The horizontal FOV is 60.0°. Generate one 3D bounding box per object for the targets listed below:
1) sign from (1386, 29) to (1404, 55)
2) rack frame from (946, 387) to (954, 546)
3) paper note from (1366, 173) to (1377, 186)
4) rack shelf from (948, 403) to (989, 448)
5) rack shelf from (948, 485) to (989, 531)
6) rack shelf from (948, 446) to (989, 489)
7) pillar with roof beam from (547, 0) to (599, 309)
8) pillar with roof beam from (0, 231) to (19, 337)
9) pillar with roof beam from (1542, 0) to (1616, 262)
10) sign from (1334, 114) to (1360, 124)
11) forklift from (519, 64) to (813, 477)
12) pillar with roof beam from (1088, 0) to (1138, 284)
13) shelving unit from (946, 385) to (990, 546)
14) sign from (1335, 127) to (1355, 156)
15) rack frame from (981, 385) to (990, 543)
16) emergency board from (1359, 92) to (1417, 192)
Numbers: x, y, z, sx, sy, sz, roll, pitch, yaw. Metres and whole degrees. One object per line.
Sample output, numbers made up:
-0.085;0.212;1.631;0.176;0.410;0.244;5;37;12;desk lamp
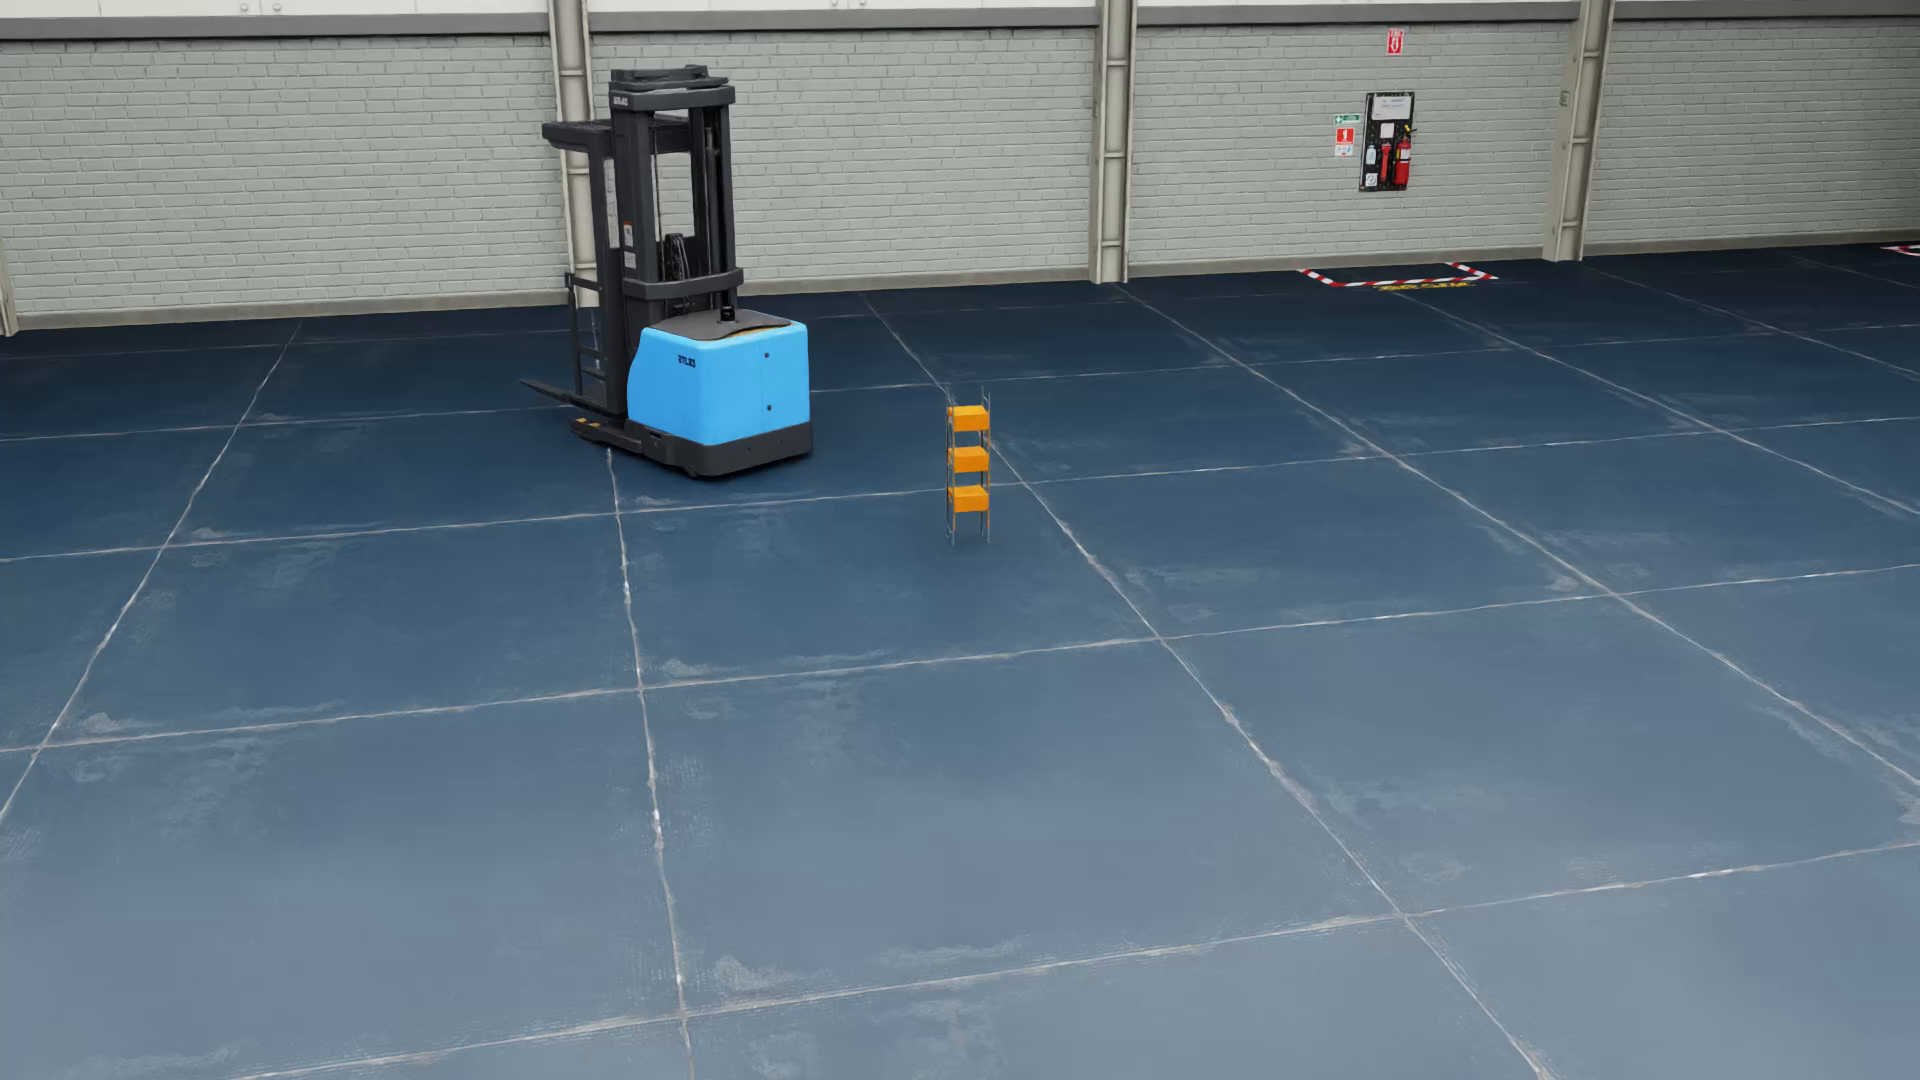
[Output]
5.145;-5.891;19.664;0.199;0.298;0.001;-5;21;-12;sign
-0.067;-0.488;11.119;0.008;1.050;0.200;-5;21;-12;rack frame
4.988;-4.365;20.150;0.142;0.148;0.016;-5;21;-12;paper note
0.052;-0.754;11.052;0.240;0.259;0.215;-5;21;-12;rack shelf
0.052;-0.226;11.245;0.240;0.259;0.215;-5;21;-12;rack shelf
0.052;-0.487;11.149;0.240;0.259;0.215;-5;21;-12;rack shelf
-3.098;-5.378;12.914;0.400;9.000;9.100;-5;21;-12;pillar with roof beam
-8.937;-4.903;11.618;0.400;9.000;9.100;-5;21;-12;pillar with roof beam
8.580;-6.328;15.507;0.400;9.000;9.100;-5;21;-12;pillar with roof beam
4.621;-5.023;19.844;0.331;0.109;0.001;-5;21;-12;sign
-2.544;-2.267;13.243;1.130;2.935;3.031;-19;27;-41;forklift
2.741;-5.853;14.211;0.400;9.000;9.100;-5;21;-12;pillar with roof beam
0.052;-0.497;11.146;0.252;1.050;0.215;-5;21;-12;shelving unit
4.614;-4.777;19.942;0.234;0.329;0.001;-5;21;-12;sign
0.171;-0.507;11.172;0.008;1.050;0.200;-5;21;-12;rack frame
5.176;-4.769;19.974;0.643;1.169;0.194;-5;21;-12;emergency board
